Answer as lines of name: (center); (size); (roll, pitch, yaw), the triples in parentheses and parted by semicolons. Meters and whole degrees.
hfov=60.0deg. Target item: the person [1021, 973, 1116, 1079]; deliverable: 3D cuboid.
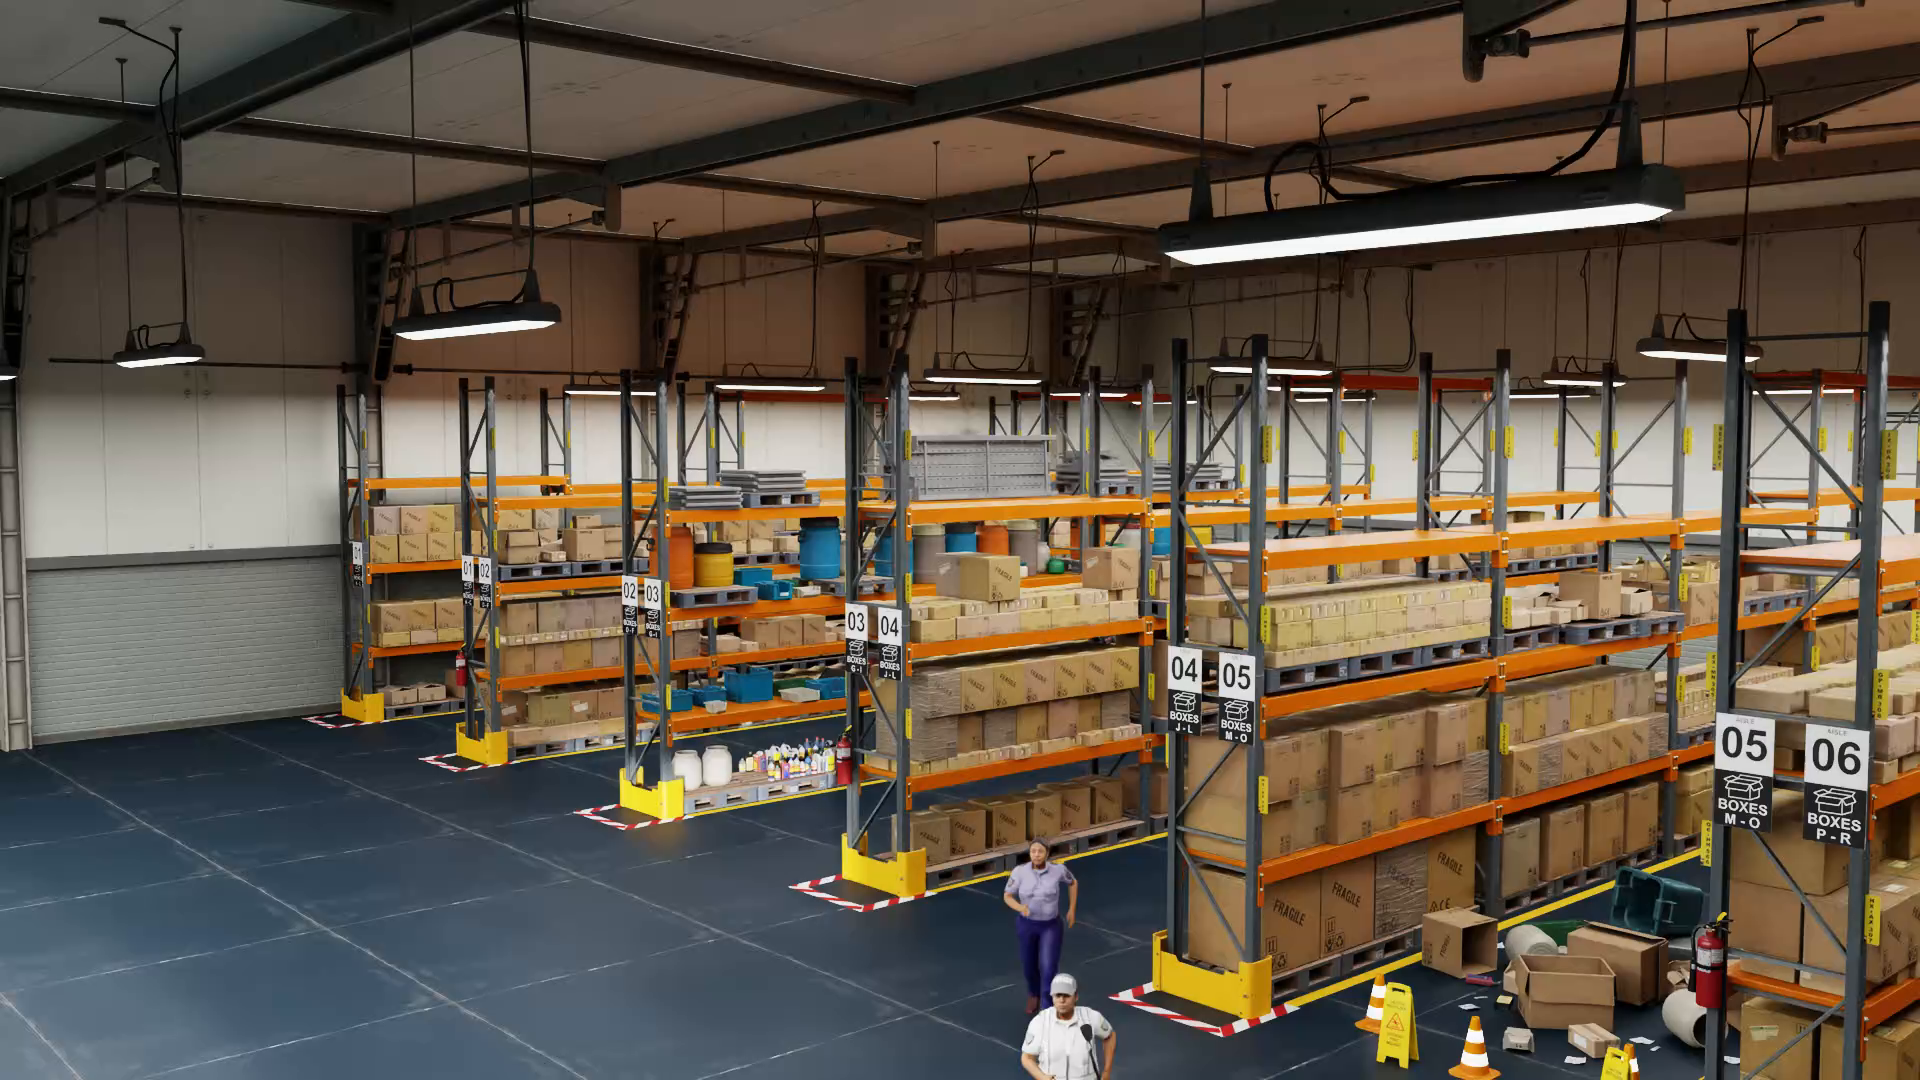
person: (0.699, 3.646, 10.779); (0.608, 1.693, 0.676); (0, 4, 8)

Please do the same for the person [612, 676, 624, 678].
person: (-6.093, 2.325, 30.041); (0.708, 1.745, 0.714); (3, 5, 41)

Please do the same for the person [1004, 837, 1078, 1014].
person: (0.691, 3.395, 14.373); (0.615, 1.701, 0.834); (1, 4, 10)
